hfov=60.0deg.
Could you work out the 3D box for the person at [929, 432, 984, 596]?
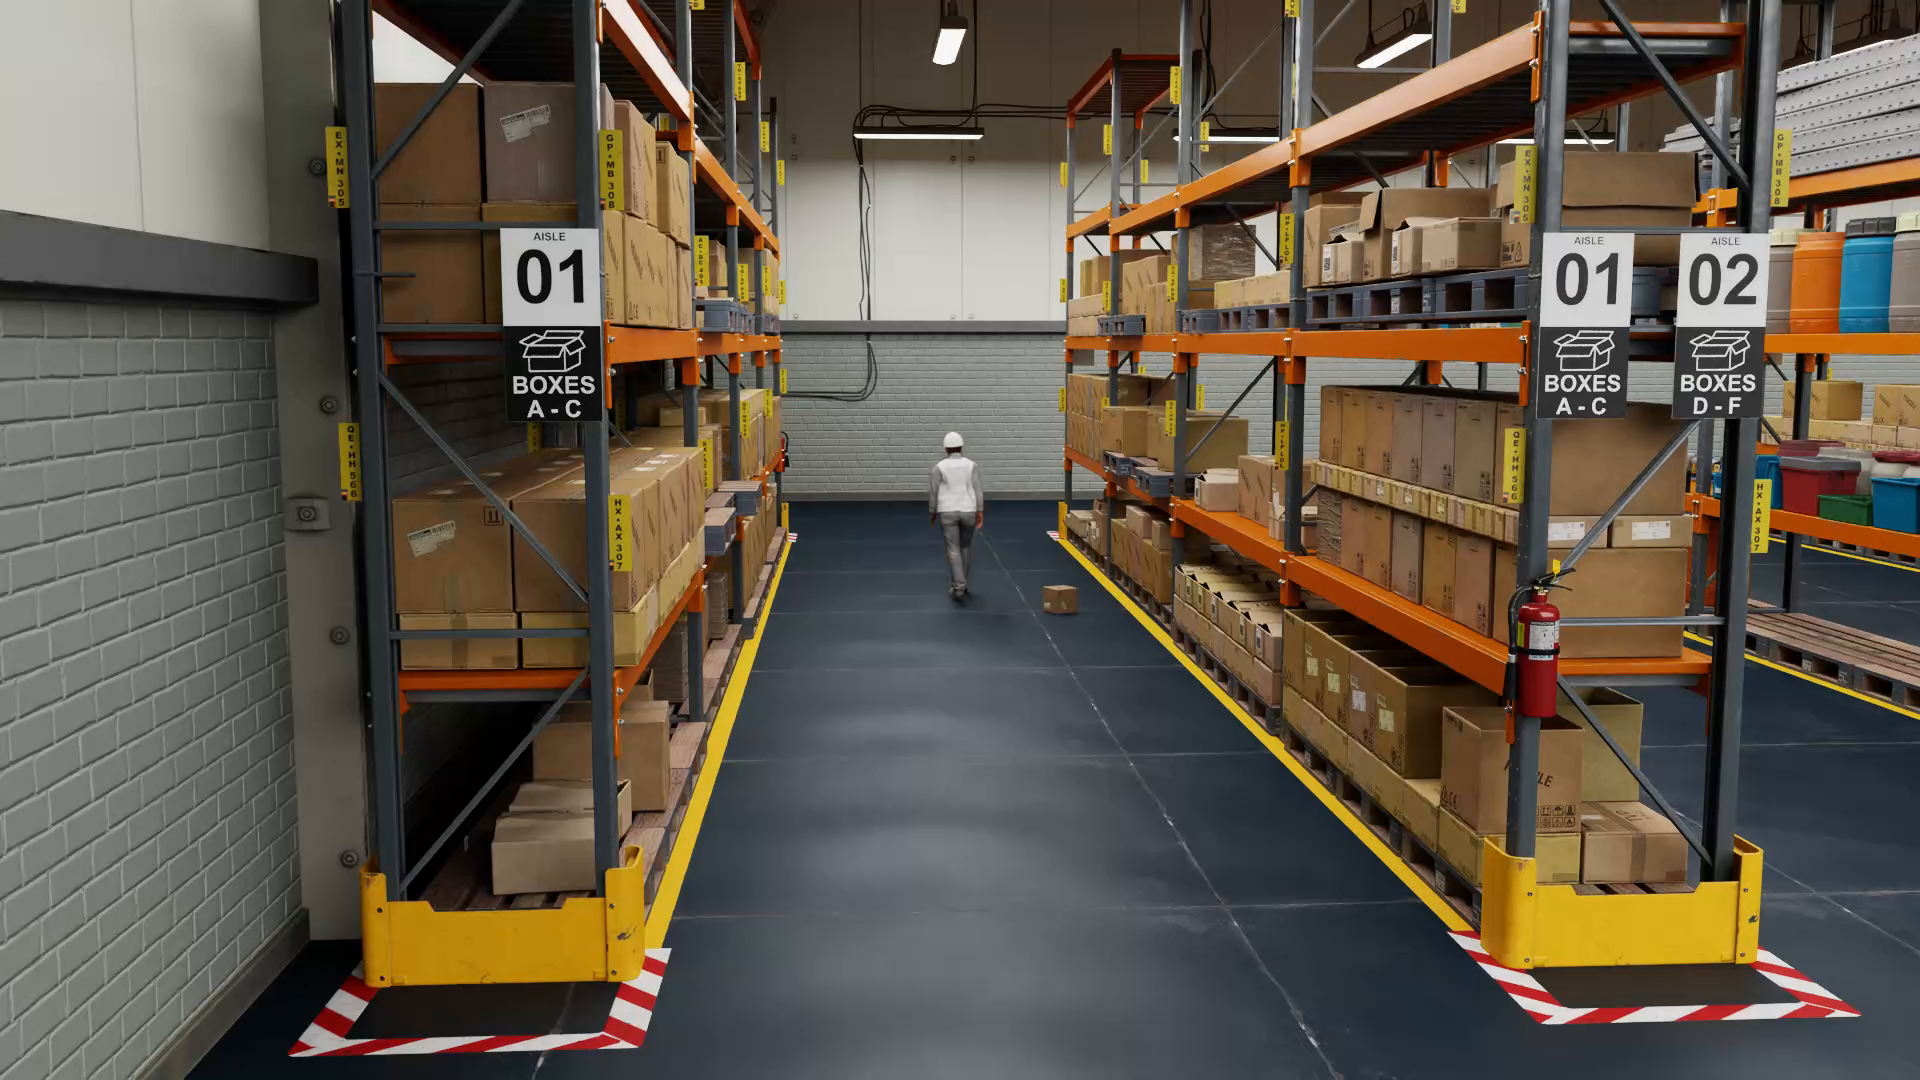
[{"bbox_3d":[-0.040,-0.259,17.914,0.564,1.802,0.795,-2,7,-16],"label":"person"}]
